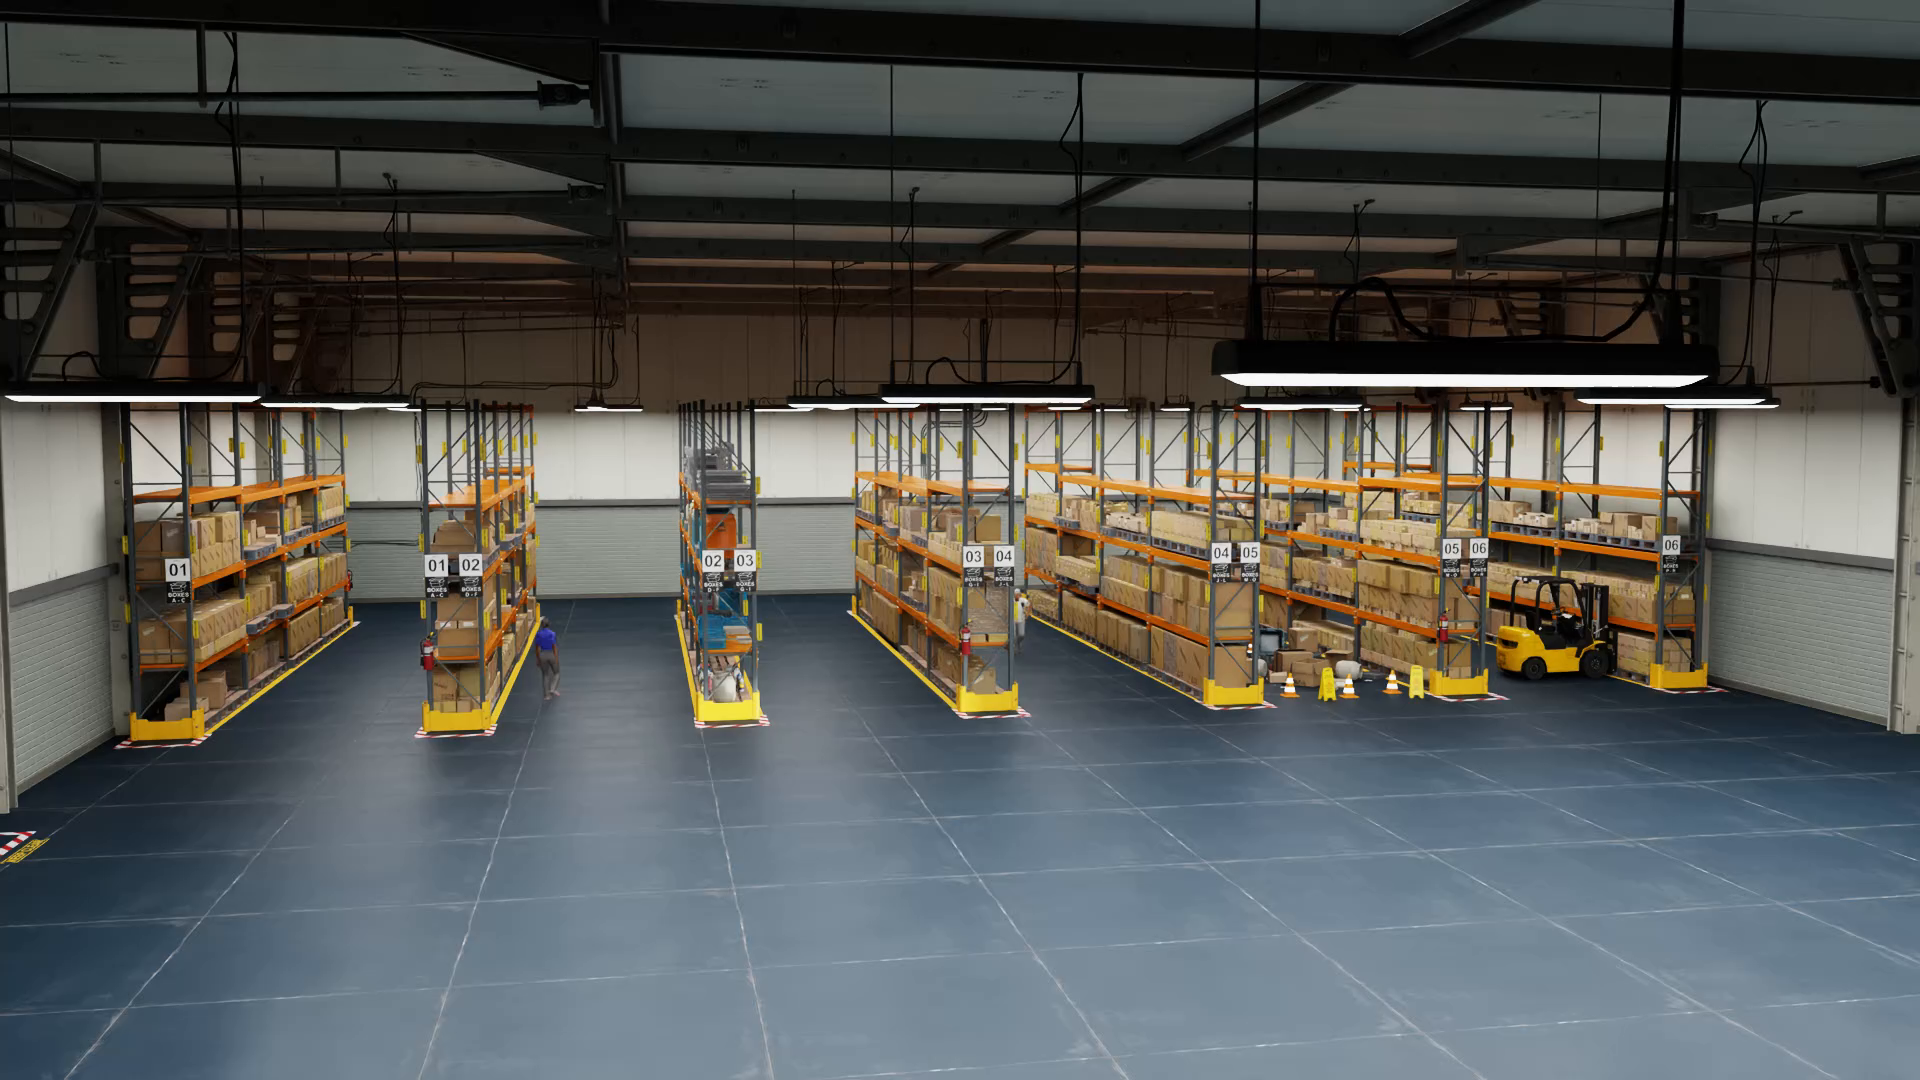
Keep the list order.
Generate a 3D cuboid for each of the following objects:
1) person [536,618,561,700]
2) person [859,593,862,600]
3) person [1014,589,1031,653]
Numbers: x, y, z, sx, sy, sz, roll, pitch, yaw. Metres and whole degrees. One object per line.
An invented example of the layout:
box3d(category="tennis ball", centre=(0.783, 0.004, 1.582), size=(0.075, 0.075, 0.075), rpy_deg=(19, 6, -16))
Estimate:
box3d(category="person", centre=(-8.240, 2.384, 33.262), size=(0.517, 1.637, 0.469), rpy_deg=(0, 4, -4))
box3d(category="person", centre=(-2.628, 1.070, 49.851), size=(1.175, 1.705, 0.565), rpy_deg=(3, 6, 39))
box3d(category="person", centre=(1.386, 1.935, 39.758), size=(0.640, 1.580, 0.752), rpy_deg=(0, 4, 0))
